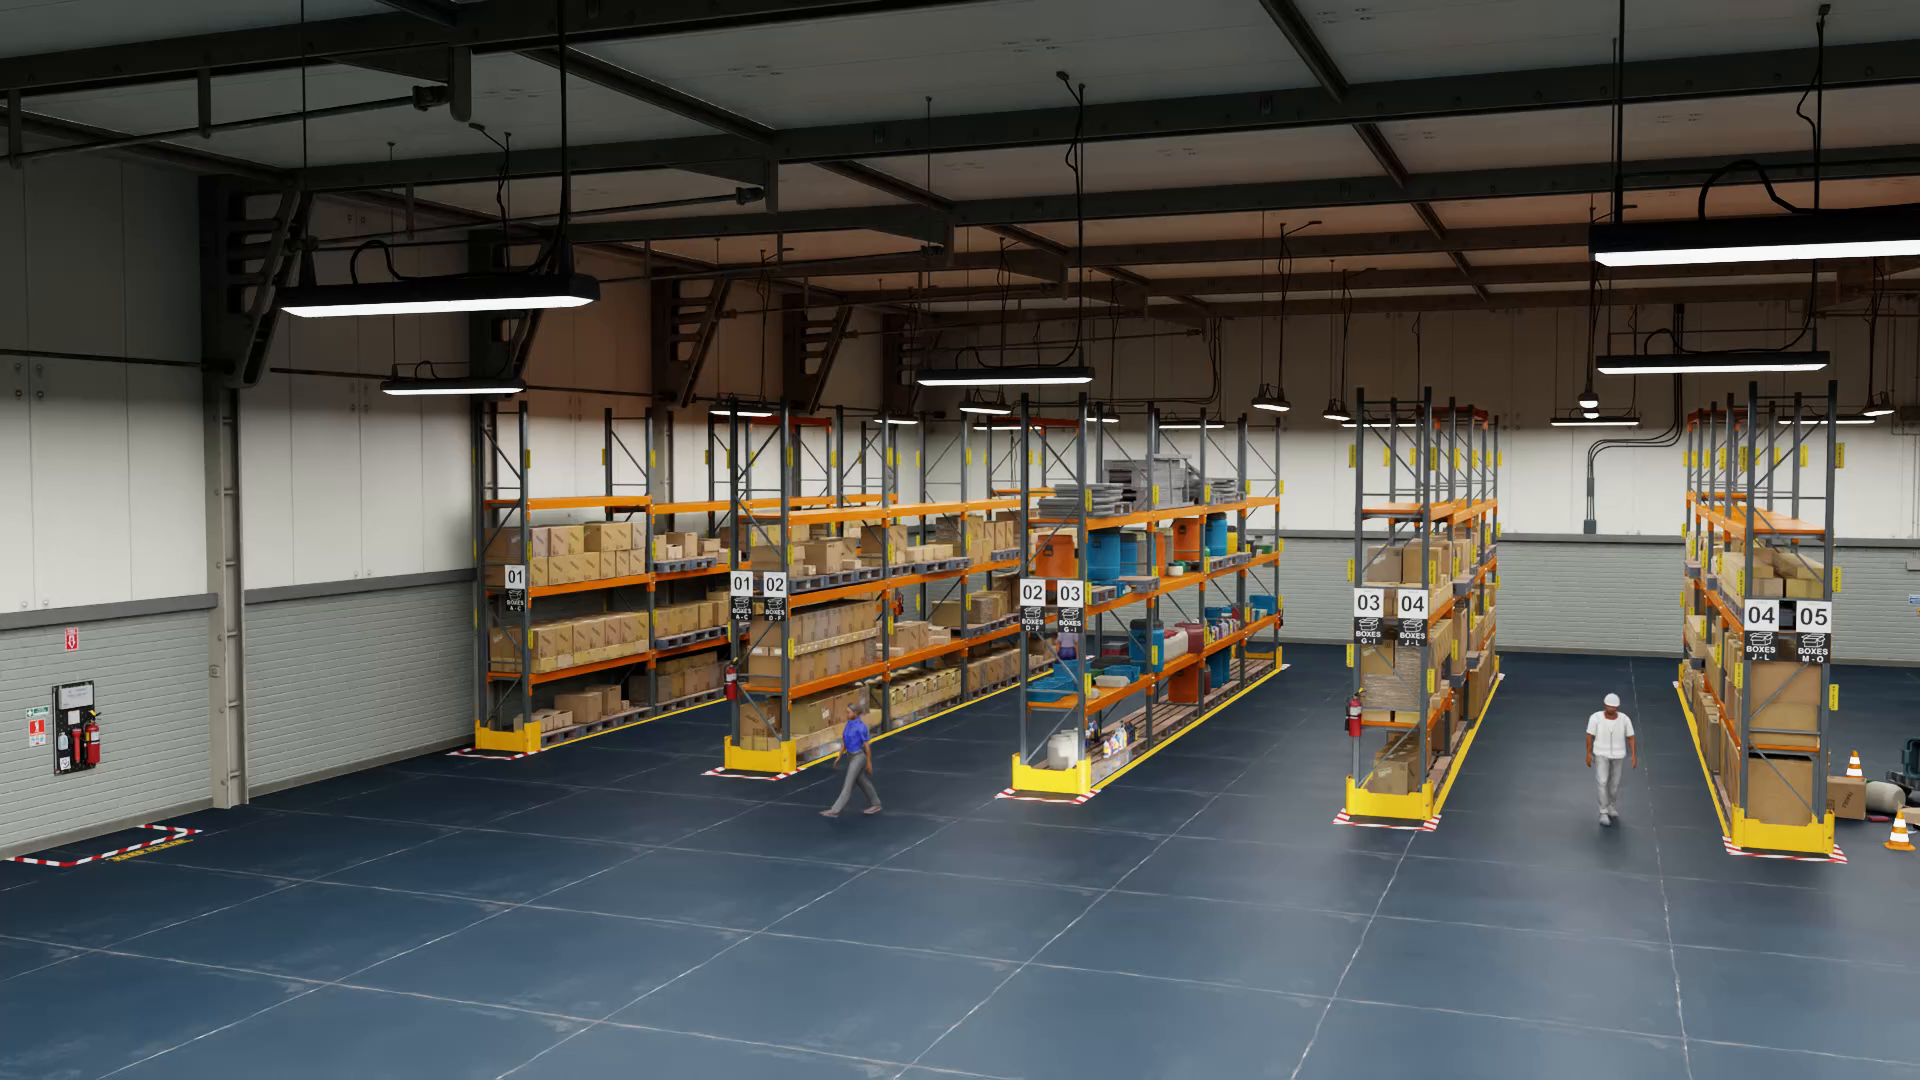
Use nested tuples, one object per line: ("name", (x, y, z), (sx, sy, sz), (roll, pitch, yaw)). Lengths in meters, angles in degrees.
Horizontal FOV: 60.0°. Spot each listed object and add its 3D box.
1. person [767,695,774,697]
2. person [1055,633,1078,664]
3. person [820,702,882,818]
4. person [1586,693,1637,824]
("person", (-3.388, 2.668, 30.994), (0.511, 1.601, 1.004), (0, 3, 4))
("person", (2.263, 2.485, 35.315), (0.525, 1.695, 0.381), (0, 3, -6))
("person", (-1.532, 3.056, 23.143), (1.045, 1.597, 0.474), (-1, 3, -27))
("person", (9.010, 2.993, 22.996), (0.627, 1.756, 0.757), (1, 3, 11))
